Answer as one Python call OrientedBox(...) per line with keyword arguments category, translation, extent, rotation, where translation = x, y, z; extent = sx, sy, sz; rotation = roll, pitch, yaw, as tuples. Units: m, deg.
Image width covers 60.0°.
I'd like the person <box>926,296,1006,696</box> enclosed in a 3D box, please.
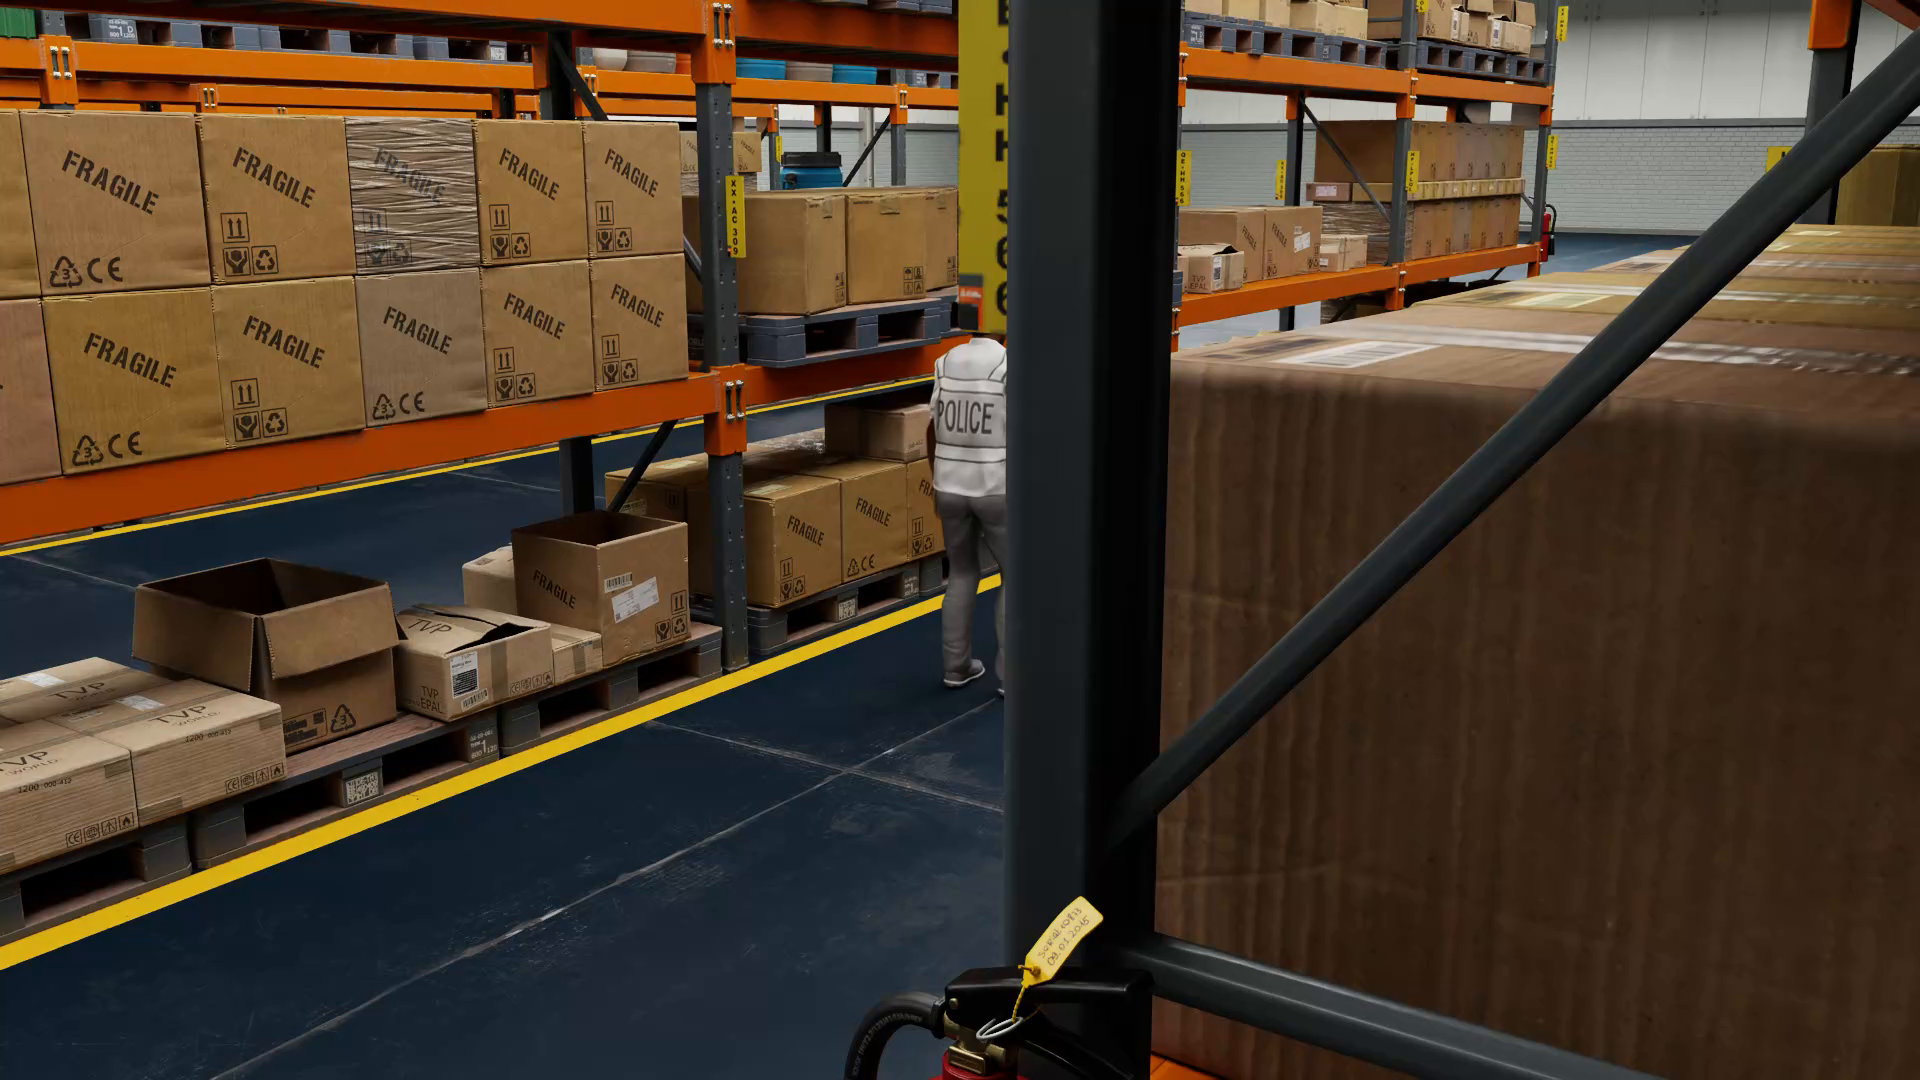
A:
OrientedBox(category="person", translation=(0.110, -0.191, 6.813), extent=(0.516, 1.656, 0.396), rotation=(7, 15, 29))
